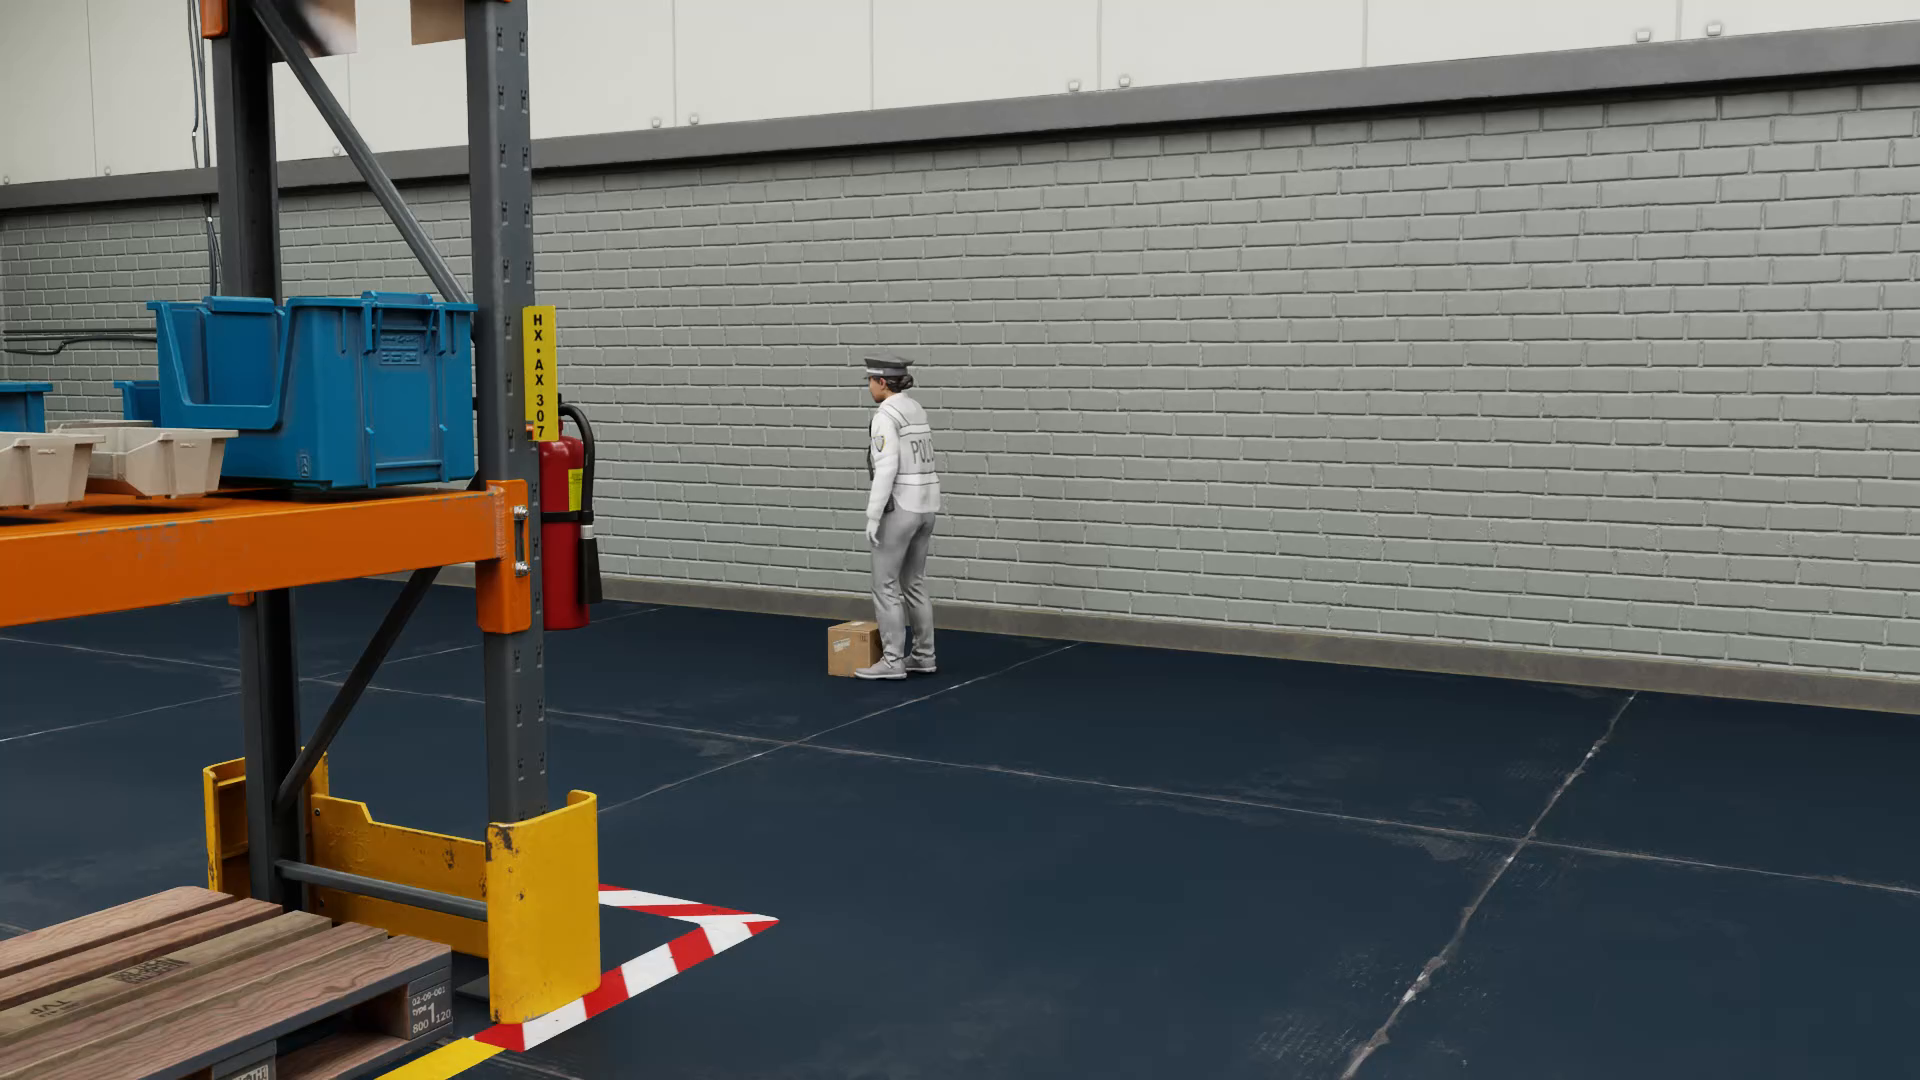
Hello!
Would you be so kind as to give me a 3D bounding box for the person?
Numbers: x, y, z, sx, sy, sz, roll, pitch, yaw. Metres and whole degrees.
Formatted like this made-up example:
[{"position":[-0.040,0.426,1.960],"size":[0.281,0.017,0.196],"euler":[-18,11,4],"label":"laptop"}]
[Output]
[{"position":[-0.321,-0.120,8.486],"size":[0.405,1.663,0.539],"euler":[3,7,27],"label":"person"}]
